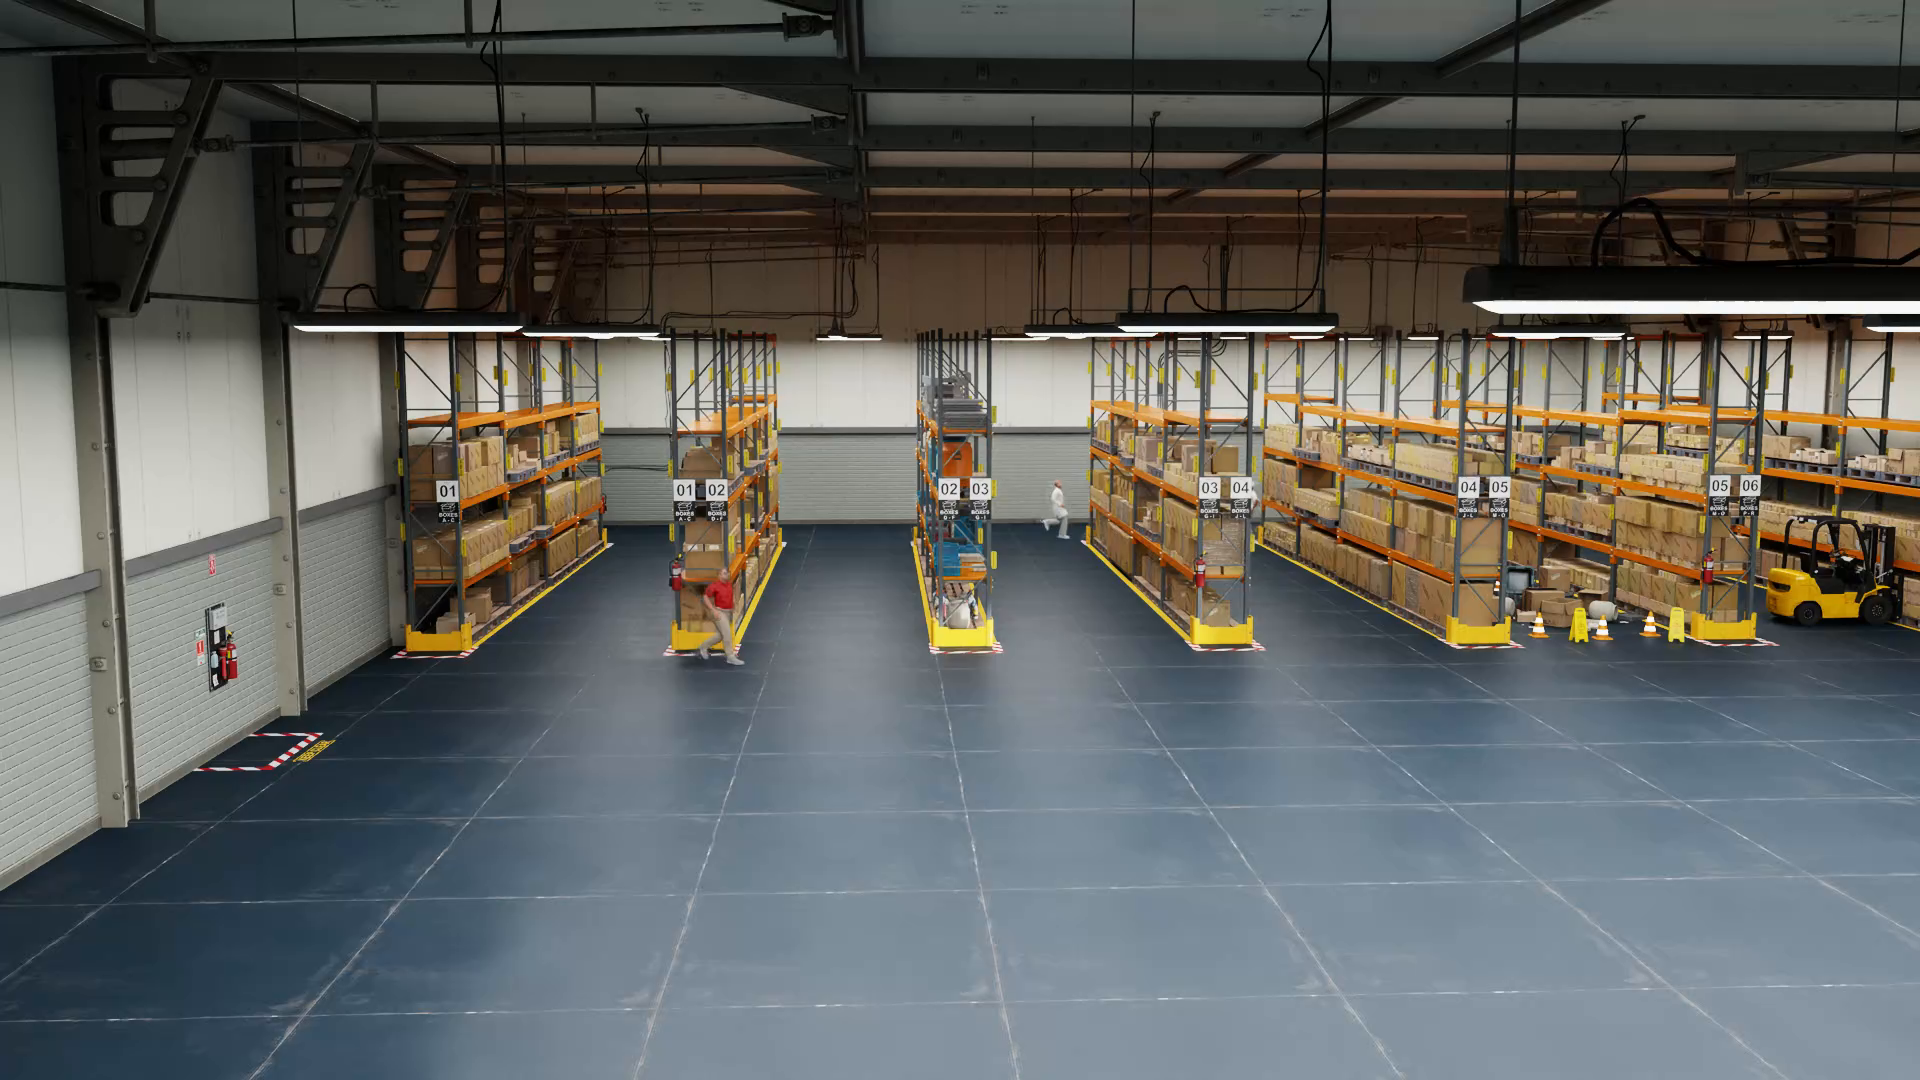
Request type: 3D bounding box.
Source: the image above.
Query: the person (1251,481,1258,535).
[{"bbox_3d":[8.387,-0.869,48.826,0.629,1.746,0.759,0,7,2],"label":"person"}]

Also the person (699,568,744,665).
[{"bbox_3d":[-4.250,1.345,29.757,0.936,1.710,0.660,3,7,23],"label":"person"}]

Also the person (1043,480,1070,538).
[{"bbox_3d":[2.862,-0.911,49.142,0.814,1.739,0.728,1,7,5],"label":"person"}]
